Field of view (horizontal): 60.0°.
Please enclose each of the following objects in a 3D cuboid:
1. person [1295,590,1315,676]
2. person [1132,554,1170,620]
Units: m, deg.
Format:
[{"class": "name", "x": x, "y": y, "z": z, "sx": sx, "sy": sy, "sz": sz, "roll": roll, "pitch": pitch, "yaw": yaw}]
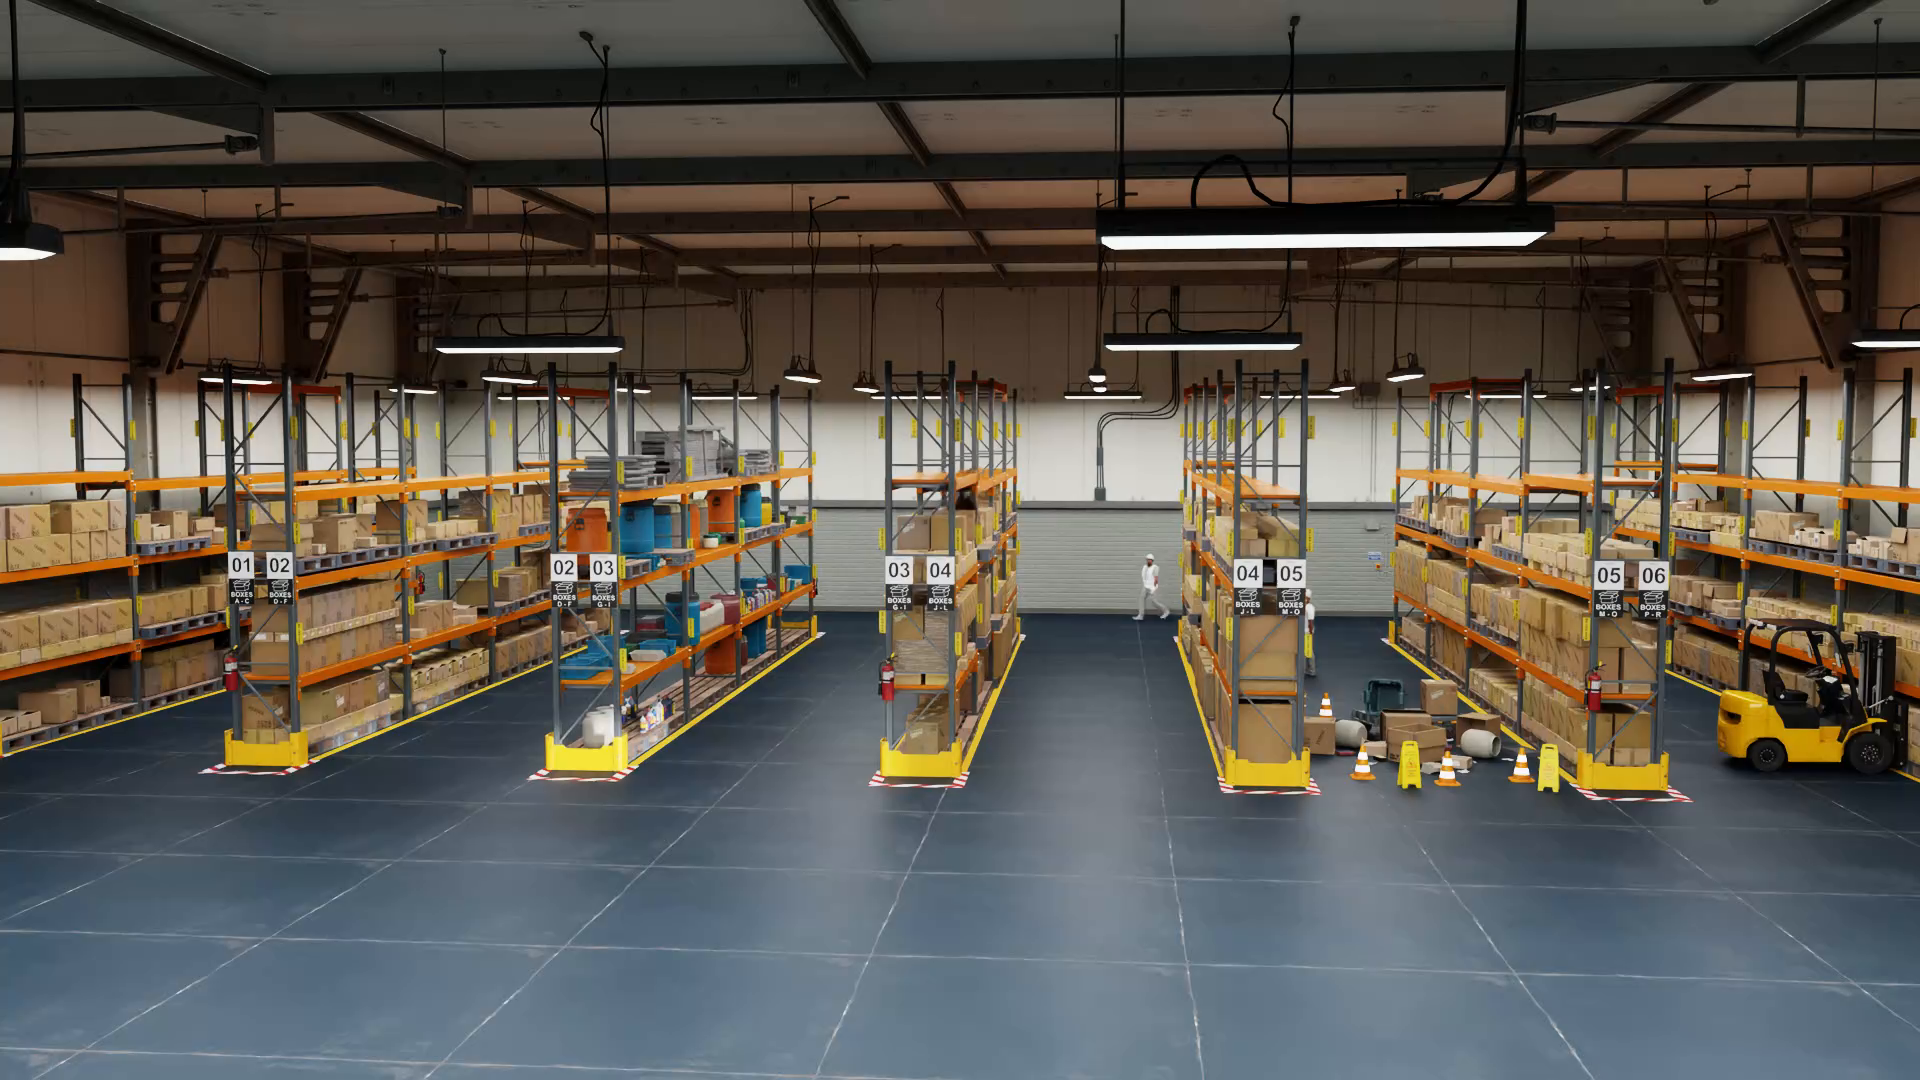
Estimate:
[{"class": "person", "x": 6.973, "y": 1.892, "z": 33.999, "sx": 0.607, "sy": 1.752, "sz": 0.638, "roll": 1, "pitch": 4, "yaw": 15}, {"class": "person", "x": 5.020, "y": 1.246, "z": 43.704, "sx": 0.988, "sy": 1.755, "sz": 0.608, "roll": -1, "pitch": 4, "yaw": -11}]
